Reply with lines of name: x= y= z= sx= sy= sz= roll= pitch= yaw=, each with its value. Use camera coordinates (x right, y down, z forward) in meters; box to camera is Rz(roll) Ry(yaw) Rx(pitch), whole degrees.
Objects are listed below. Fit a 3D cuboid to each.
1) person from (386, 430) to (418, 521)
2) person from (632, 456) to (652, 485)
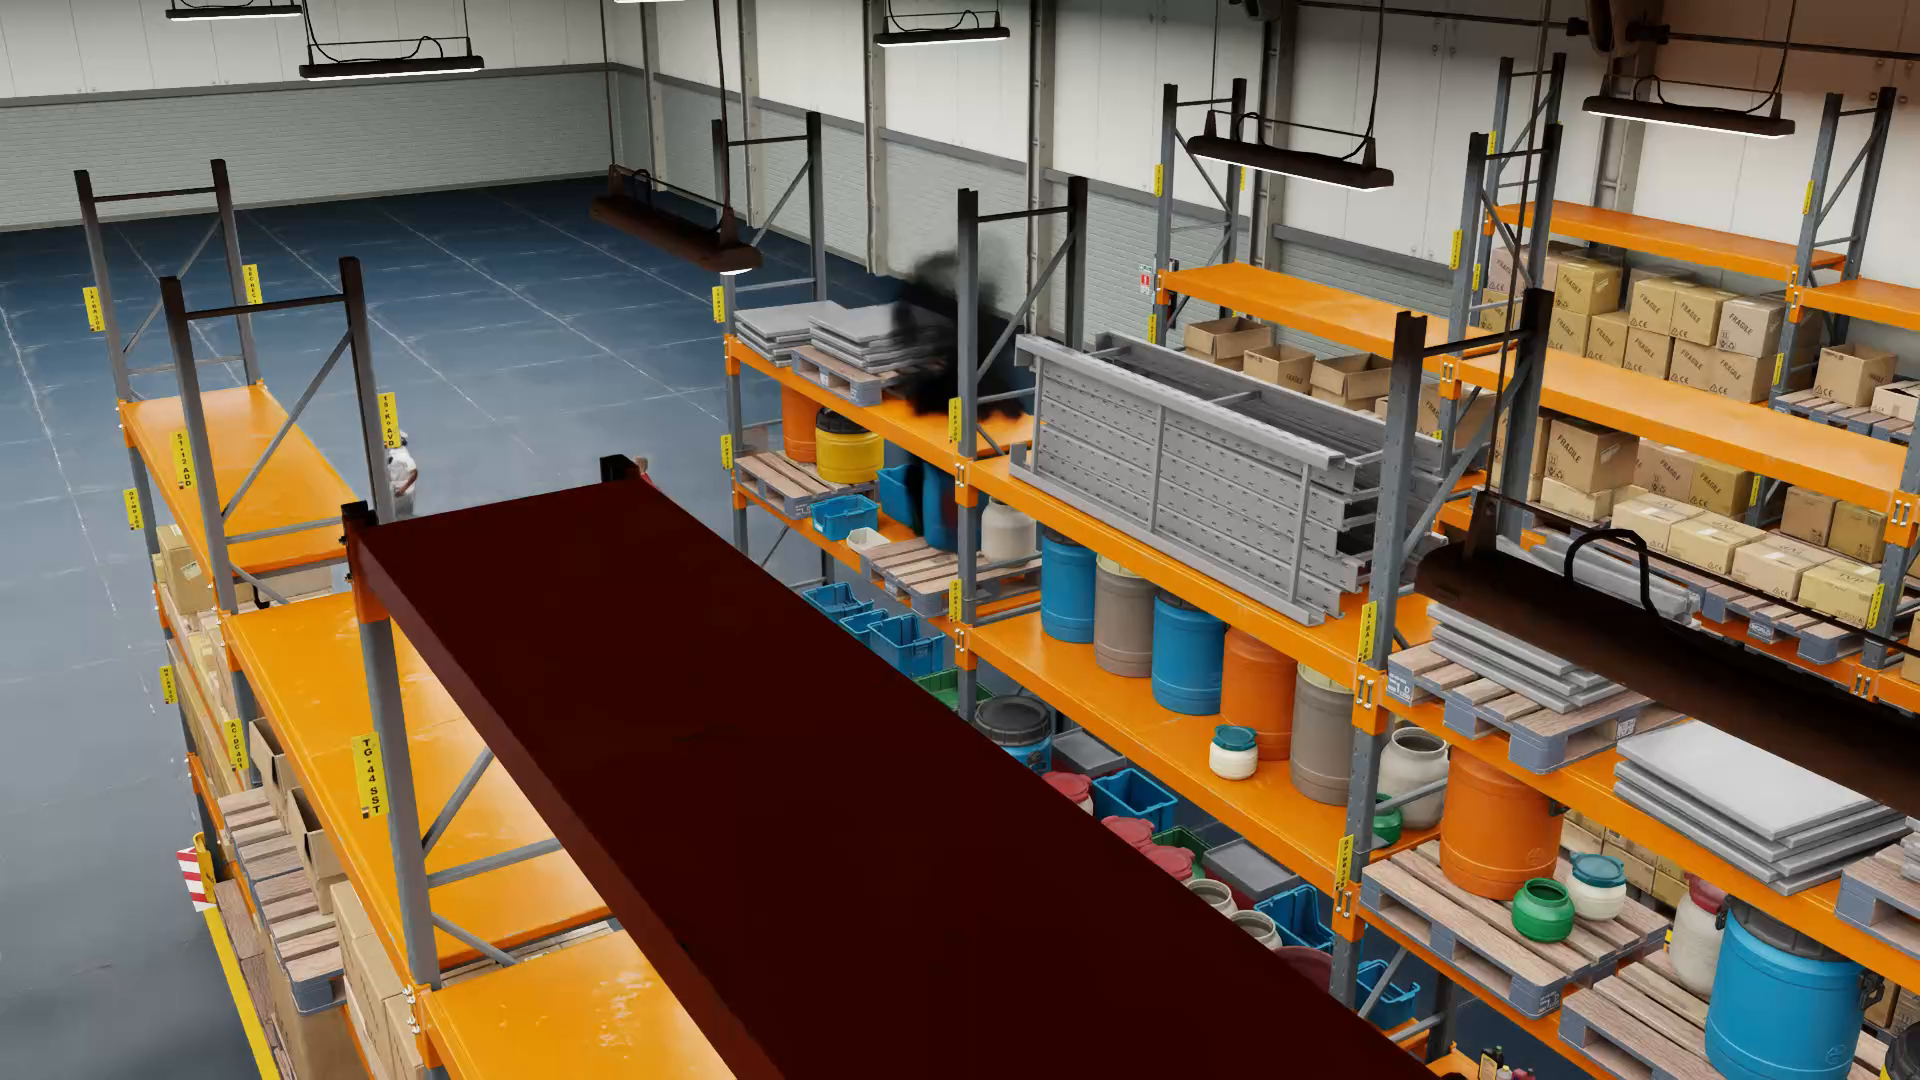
person: x=-6.933 y=-0.561 z=20.547 sx=0.667 sy=1.728 sz=0.558 roll=-5 pitch=23 yaw=-13
person: x=-3.728 y=-0.180 z=19.584 sx=0.798 sy=1.683 sz=0.663 roll=-4 pitch=22 yaw=-9
